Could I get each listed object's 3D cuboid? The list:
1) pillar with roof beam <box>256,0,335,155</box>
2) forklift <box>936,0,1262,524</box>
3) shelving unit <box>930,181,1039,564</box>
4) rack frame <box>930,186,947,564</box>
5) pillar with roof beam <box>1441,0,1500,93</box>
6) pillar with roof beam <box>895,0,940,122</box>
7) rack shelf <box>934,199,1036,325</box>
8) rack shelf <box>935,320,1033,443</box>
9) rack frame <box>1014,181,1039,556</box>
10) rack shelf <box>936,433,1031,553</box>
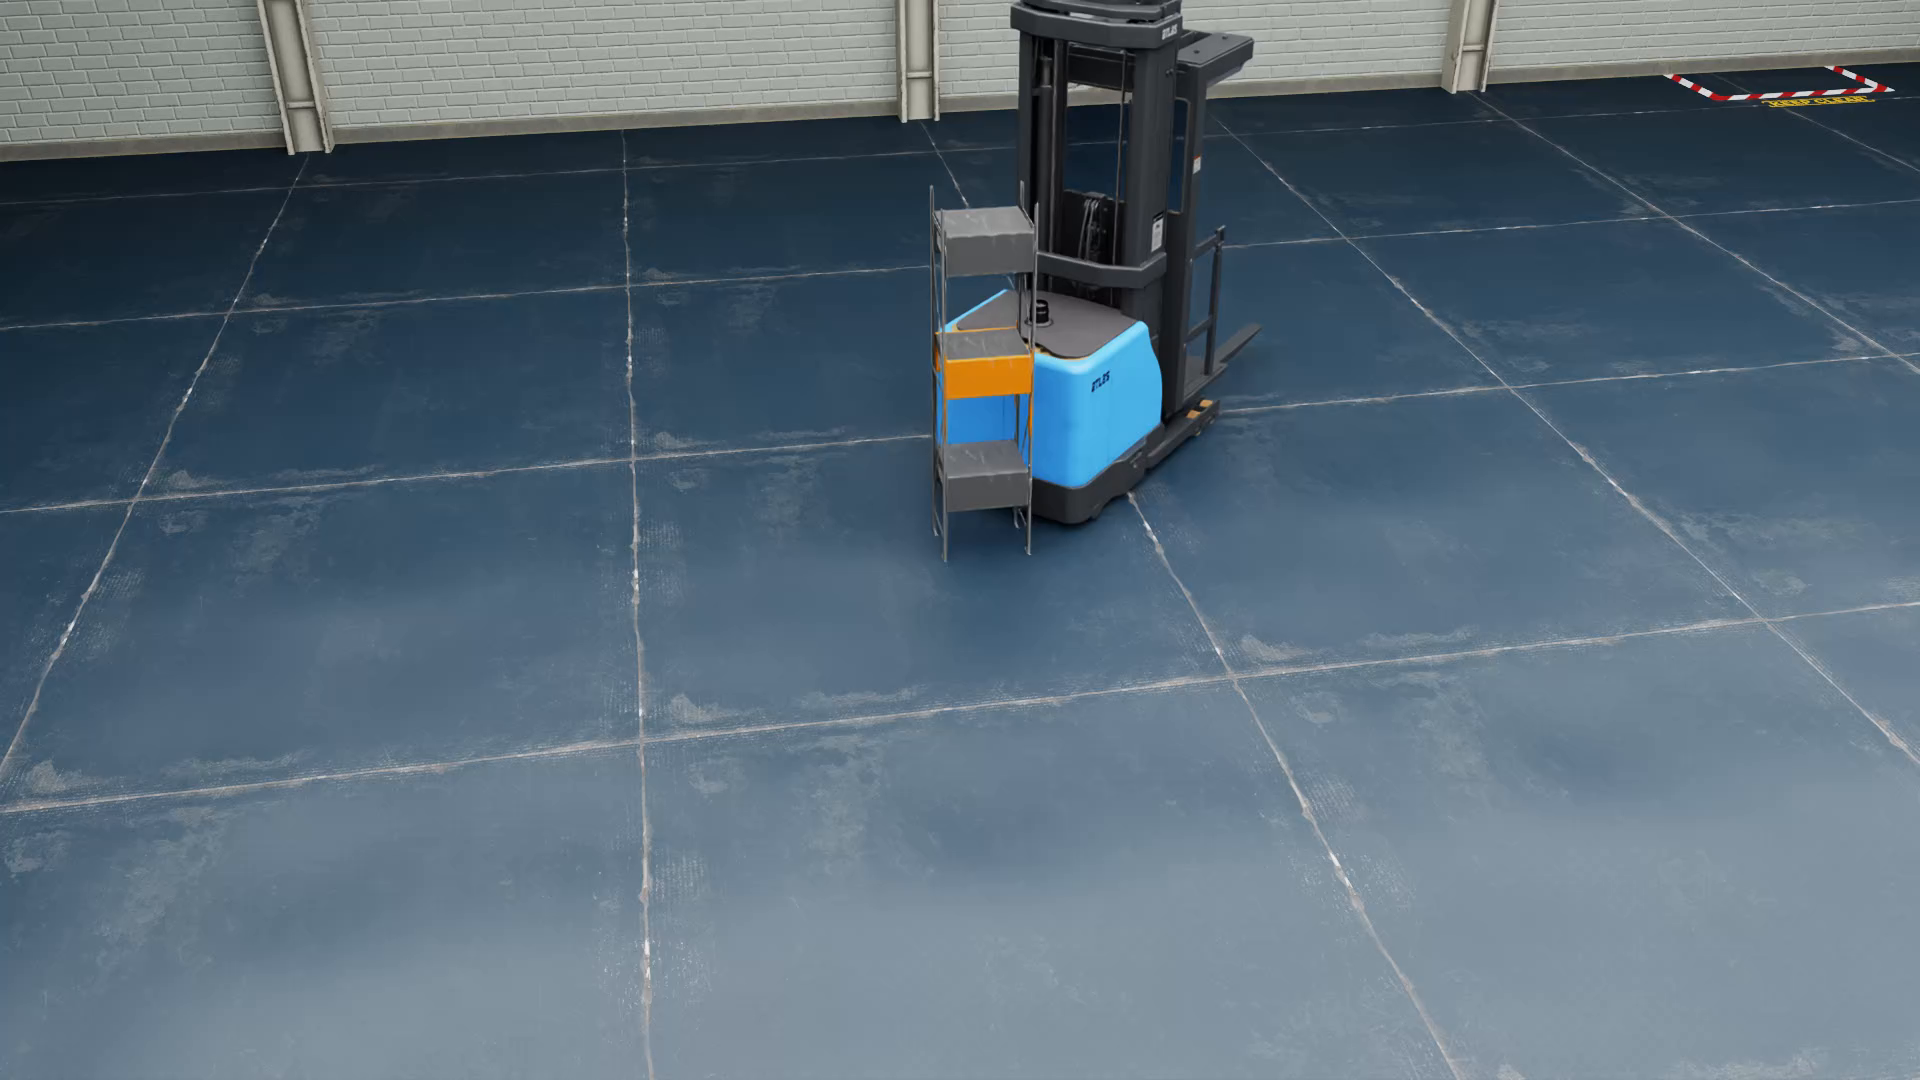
[{"bbox_3d":[-5.557,-5.553,10.316,0.400,9.000,9.100,-5,31,-9],"label":"pillar with roof beam"},{"bbox_3d":[1.067,-2.064,10.368,1.130,2.935,3.031,18,35,28],"label":"forklift"},{"bbox_3d":[0.122,-0.890,9.192,0.503,2.100,0.431,-5,31,-9],"label":"shelving unit"},{"bbox_3d":[-0.118,-0.868,9.155,0.015,2.100,0.400,-5,31,-9],"label":"rack frame"},{"bbox_3d":[6.247,-6.649,12.180,0.400,9.000,9.100,-5,31,-9],"label":"pillar with roof beam"},{"bbox_3d":[0.345,-6.101,11.248,0.400,9.000,9.100,-5,31,-9],"label":"pillar with roof beam"},{"bbox_3d":[0.122,-1.481,8.844,0.480,0.518,0.431,-5,31,-9],"label":"rack shelf"},{"bbox_3d":[0.122,-0.878,9.199,0.480,0.518,0.431,-5,31,-9],"label":"rack shelf"},{"bbox_3d":[0.362,-0.911,9.228,0.015,2.100,0.400,-5,31,-9],"label":"rack frame"},{"bbox_3d":[0.122,-0.275,9.553,0.480,0.518,0.431,-5,31,-9],"label":"rack shelf"}]
